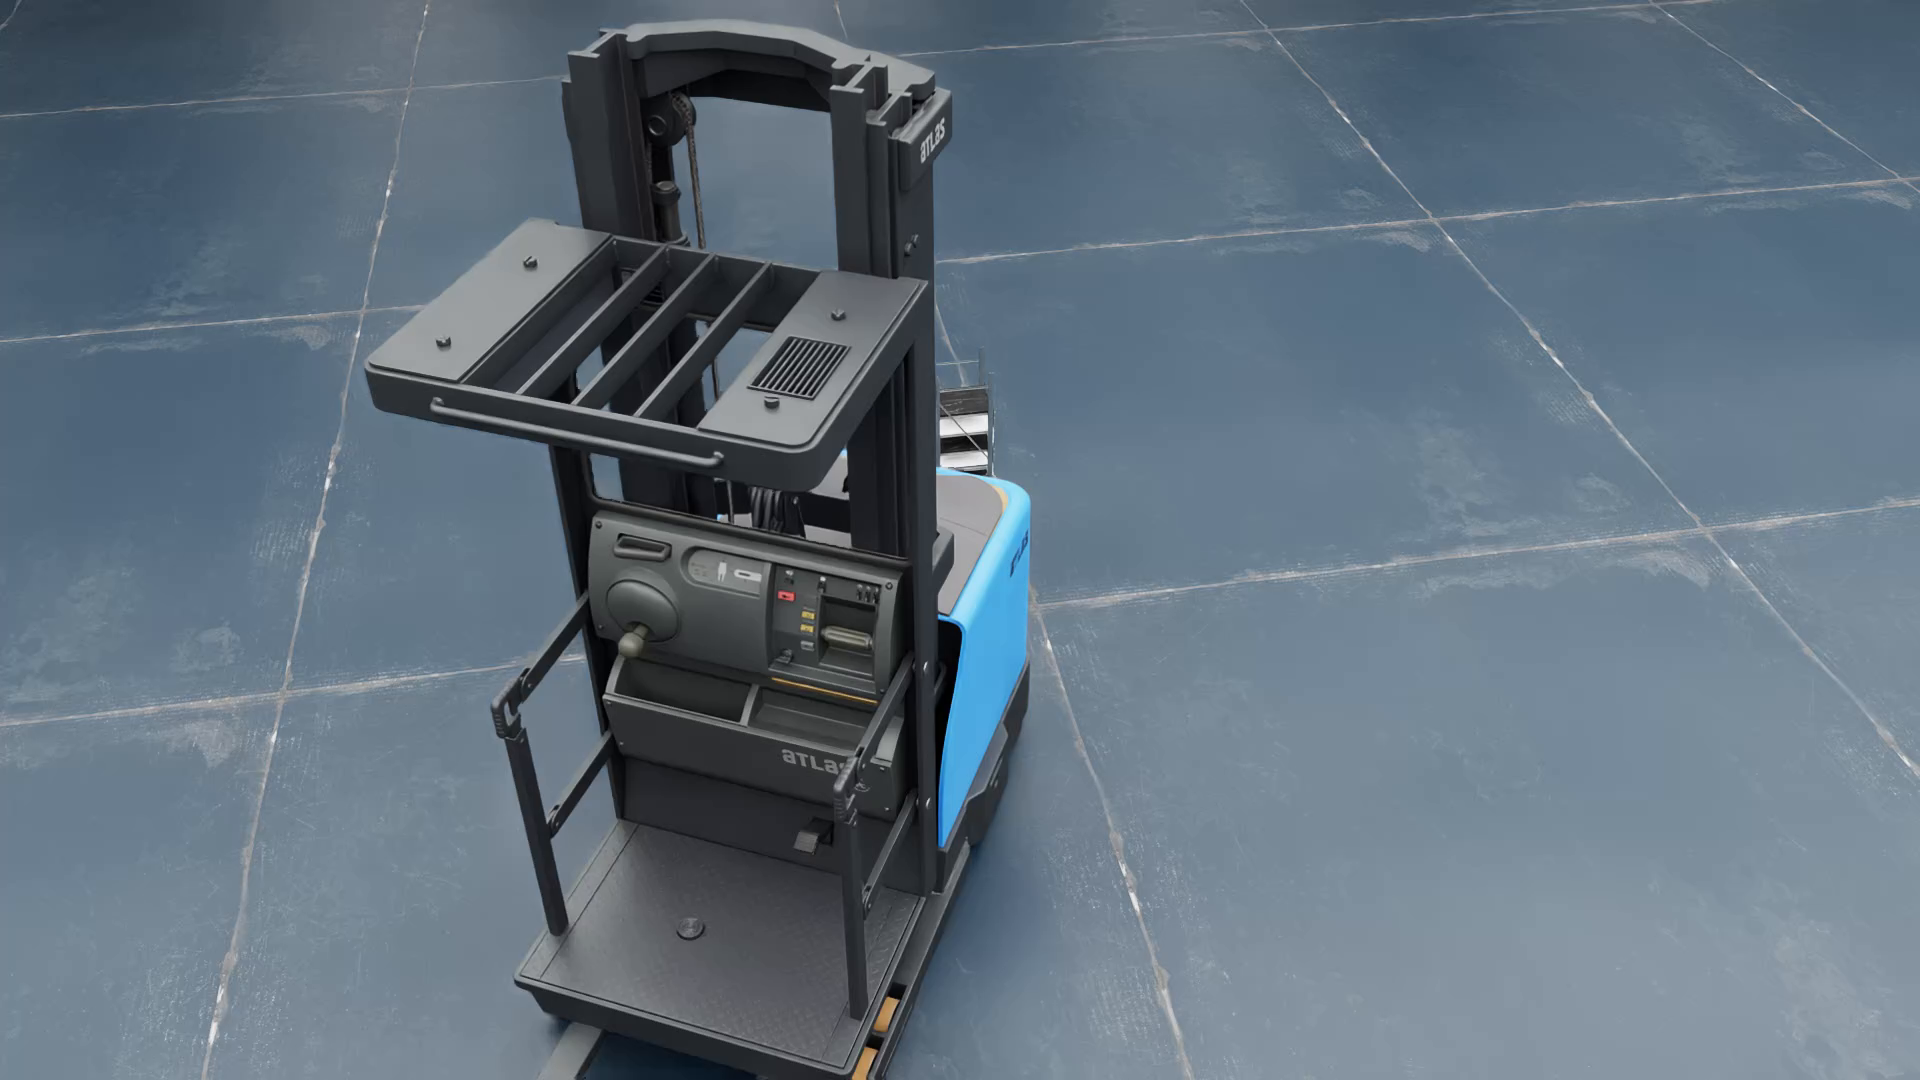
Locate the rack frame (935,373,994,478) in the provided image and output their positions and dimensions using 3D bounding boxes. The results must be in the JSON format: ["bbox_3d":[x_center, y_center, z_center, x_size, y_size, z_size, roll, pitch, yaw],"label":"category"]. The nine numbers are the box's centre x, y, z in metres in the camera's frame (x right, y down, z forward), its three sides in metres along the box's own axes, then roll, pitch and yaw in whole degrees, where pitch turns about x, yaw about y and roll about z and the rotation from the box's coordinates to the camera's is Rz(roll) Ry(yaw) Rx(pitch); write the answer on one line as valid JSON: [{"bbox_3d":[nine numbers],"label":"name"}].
[{"bbox_3d":[0.016,-0.299,6.901,0.240,0.900,0.006,-6,38,-8],"label":"rack frame"}]

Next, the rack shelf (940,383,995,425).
[{"bbox_3d":[-0.001,-0.547,6.835,0.258,0.077,0.200,-6,38,-8],"label":"rack shelf"}]

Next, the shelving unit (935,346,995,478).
[{"bbox_3d":[-0.001,-0.360,6.980,0.258,0.900,0.210,-6,38,-8],"label":"shelving unit"}]

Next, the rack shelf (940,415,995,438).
[{"bbox_3d":[-0.001,-0.476,6.890,0.258,0.077,0.200,-6,38,-8],"label":"rack shelf"}]

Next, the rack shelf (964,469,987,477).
[{"bbox_3d":[-0.001,-0.263,7.056,0.258,0.077,0.200,-6,38,-8],"label":"rack shelf"}]

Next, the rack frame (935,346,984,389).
[{"bbox_3d":[-0.019,-0.422,7.059,0.240,0.900,0.006,-6,38,-8],"label":"rack frame"}]

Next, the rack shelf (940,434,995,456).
[{"bbox_3d":[-0.001,-0.405,6.945,0.258,0.077,0.200,-6,38,-8],"label":"rack shelf"}]

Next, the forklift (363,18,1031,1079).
[{"bbox_3d":[-0.683,0.263,4.522,1.130,2.935,3.031,11,39,14],"label":"forklift"}]

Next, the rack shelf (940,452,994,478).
[{"bbox_3d":[-0.001,-0.334,7.001,0.258,0.077,0.200,-6,38,-8],"label":"rack shelf"}]
